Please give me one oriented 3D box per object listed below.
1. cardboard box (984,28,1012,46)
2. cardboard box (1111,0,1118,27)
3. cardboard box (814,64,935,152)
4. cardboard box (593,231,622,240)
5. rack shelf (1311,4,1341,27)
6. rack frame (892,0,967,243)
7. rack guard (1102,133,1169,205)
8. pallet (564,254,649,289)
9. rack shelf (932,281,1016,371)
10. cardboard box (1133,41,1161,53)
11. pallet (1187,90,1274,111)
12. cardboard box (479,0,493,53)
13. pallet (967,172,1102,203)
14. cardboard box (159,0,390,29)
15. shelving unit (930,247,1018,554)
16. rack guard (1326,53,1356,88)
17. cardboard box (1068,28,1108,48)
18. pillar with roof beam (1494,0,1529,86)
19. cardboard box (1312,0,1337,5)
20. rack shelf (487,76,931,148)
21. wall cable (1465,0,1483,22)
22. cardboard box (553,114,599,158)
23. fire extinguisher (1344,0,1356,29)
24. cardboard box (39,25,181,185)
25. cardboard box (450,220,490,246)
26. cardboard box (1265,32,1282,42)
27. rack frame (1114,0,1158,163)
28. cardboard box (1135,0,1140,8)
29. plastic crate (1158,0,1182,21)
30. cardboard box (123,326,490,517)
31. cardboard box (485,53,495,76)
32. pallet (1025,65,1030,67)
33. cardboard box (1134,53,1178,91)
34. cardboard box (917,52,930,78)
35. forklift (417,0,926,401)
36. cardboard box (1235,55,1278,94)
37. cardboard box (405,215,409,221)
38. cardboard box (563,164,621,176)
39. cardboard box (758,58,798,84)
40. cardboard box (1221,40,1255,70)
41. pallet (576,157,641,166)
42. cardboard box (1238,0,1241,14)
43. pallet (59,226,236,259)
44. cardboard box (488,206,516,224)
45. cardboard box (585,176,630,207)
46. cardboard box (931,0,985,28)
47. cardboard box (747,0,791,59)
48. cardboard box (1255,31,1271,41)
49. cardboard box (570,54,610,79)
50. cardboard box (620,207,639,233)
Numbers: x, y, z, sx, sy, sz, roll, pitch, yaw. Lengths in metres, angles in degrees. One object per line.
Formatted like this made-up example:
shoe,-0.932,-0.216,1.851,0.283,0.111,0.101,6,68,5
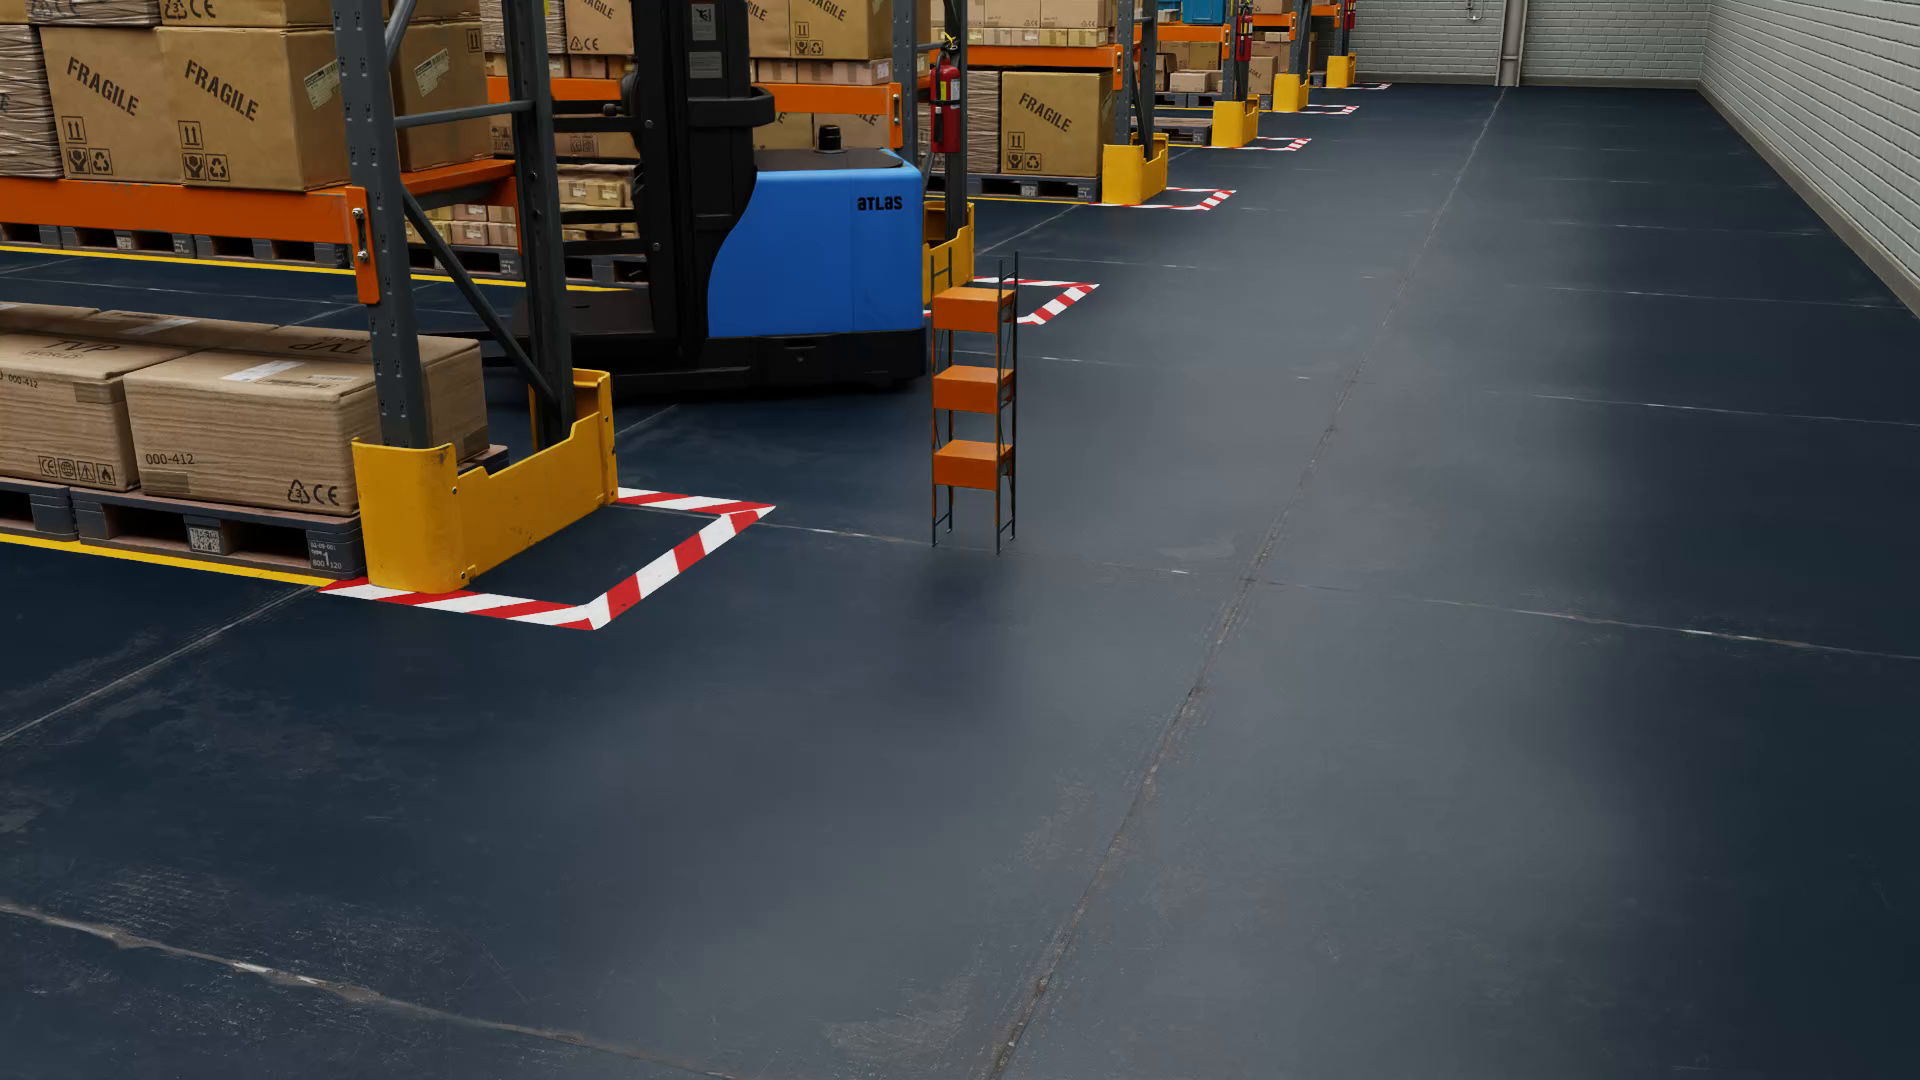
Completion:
cardboard box,0.386,-4.412,14.558,0.250,0.149,0.380,7,20,19
cardboard box,1.185,-4.718,14.829,0.500,0.250,0.500,6,20,17
cardboard box,-0.781,-3.946,15.429,0.875,0.875,0.875,7,20,18
cardboard box,-2.201,-1.994,10.932,0.250,0.149,0.380,7,20,20
rack shelf,4.537,-9.009,28.457,4.000,0.370,1.077,7,20,18
rack frame,-0.173,-2.981,10.071,0.127,3.000,1.000,7,20,18
rack guard,1.572,-3.329,14.868,0.348,0.500,1.175,7,20,18
pallet,-2.150,-1.904,11.217,1.213,0.211,1.003,7,20,18
rack shelf,0.051,-0.748,5.797,0.240,0.259,0.215,7,20,18
cardboard box,3.321,-8.470,28.977,0.500,0.500,0.700,7,20,19
pallet,3.979,-6.369,24.028,1.213,0.211,1.003,7,20,18
cardboard box,-3.097,-3.418,10.720,0.500,0.500,0.500,7,20,18
pallet,0.769,-3.258,15.101,1.213,0.211,1.003,7,20,18
cardboard box,-2.236,-1.928,5.380,0.500,0.500,0.500,7,20,20
shelving unit,0.051,-0.490,5.887,0.252,1.050,0.215,7,20,18
rack guard,6.449,-7.950,28.123,0.348,0.500,1.175,7,20,18
cardboard box,1.105,-4.330,14.322,0.250,0.149,0.380,7,20,19
pillar with roof beam,7.848,-10.604,22.826,0.400,9.000,9.100,7,20,18
cardboard box,5.941,-9.326,27.818,0.700,0.700,0.980,7,21,21
rack shelf,-2.063,-2.857,10.809,4.000,0.370,1.077,7,20,18
wall cable,7.946,-9.768,27.998,1.851,1.984,0.084,7,20,18
cardboard box,-3.684,-4.298,16.441,0.875,0.875,1.225,6,20,16
fire extinguisher,6.417,-8.760,27.334,0.183,0.674,0.296,7,20,18
cardboard box,-2.714,-1.507,5.690,0.500,0.500,0.500,6,20,17
cardboard box,-3.210,-2.087,11.198,0.250,0.149,0.380,6,20,18
cardboard box,5.310,-8.486,28.038,0.250,0.149,0.380,7,20,20
rack frame,1.550,-4.512,14.464,0.127,3.000,1.000,7,20,18
cardboard box,2.374,-7.822,23.808,0.500,0.500,0.500,6,20,18
plastic crate,2.428,-6.202,19.474,0.300,0.233,0.416,7,20,18
cardboard box,-2.359,-0.460,6.092,0.875,0.438,0.875,6,20,16
cardboard box,-2.999,-3.114,10.833,0.250,0.149,0.380,6,20,16
pallet,0.738,-8.439,29.966,1.213,0.211,1.003,7,20,18
cardboard box,2.802,-6.852,24.299,0.637,0.503,0.797,7,20,18
cardboard box,-0.372,-2.999,10.505,0.250,0.149,0.380,6,20,18
forklift,-1.736,-2.184,7.890,3.031,2.935,1.130,-4,20,-11
cardboard box,4.210,-6.602,23.587,0.500,0.500,0.500,7,20,18
cardboard box,-3.714,-2.267,11.264,0.250,0.149,0.380,8,21,21
cardboard box,-2.533,-2.496,11.469,0.250,0.149,0.380,6,20,15
cardboard box,-1.039,-2.871,10.136,0.250,0.149,0.380,6,20,18
cardboard box,4.784,-8.303,28.499,0.500,0.500,0.700,6,20,16
pallet,-2.982,-3.688,16.334,1.213,0.211,1.003,7,20,18
cardboard box,3.801,-7.658,23.336,0.500,0.500,0.500,7,20,19
pallet,-5.844,-2.311,12.386,1.213,0.211,1.003,7,20,18
cardboard box,-2.950,-2.222,11.136,0.250,0.149,0.380,5,20,15
cardboard box,-2.227,-2.268,10.814,0.250,0.149,0.380,7,20,18
cardboard box,0.045,-4.662,14.668,0.500,0.250,0.500,6,20,16
cardboard box,-1.167,-3.194,10.079,0.500,0.500,0.500,6,20,17
cardboard box,5.201,-8.632,28.456,0.250,0.149,0.380,7,20,19
cardboard box,-2.263,-3.020,10.566,0.250,0.149,0.380,7,21,20
cardboard box,-1.986,-2.083,10.736,0.250,0.149,0.380,8,21,21
